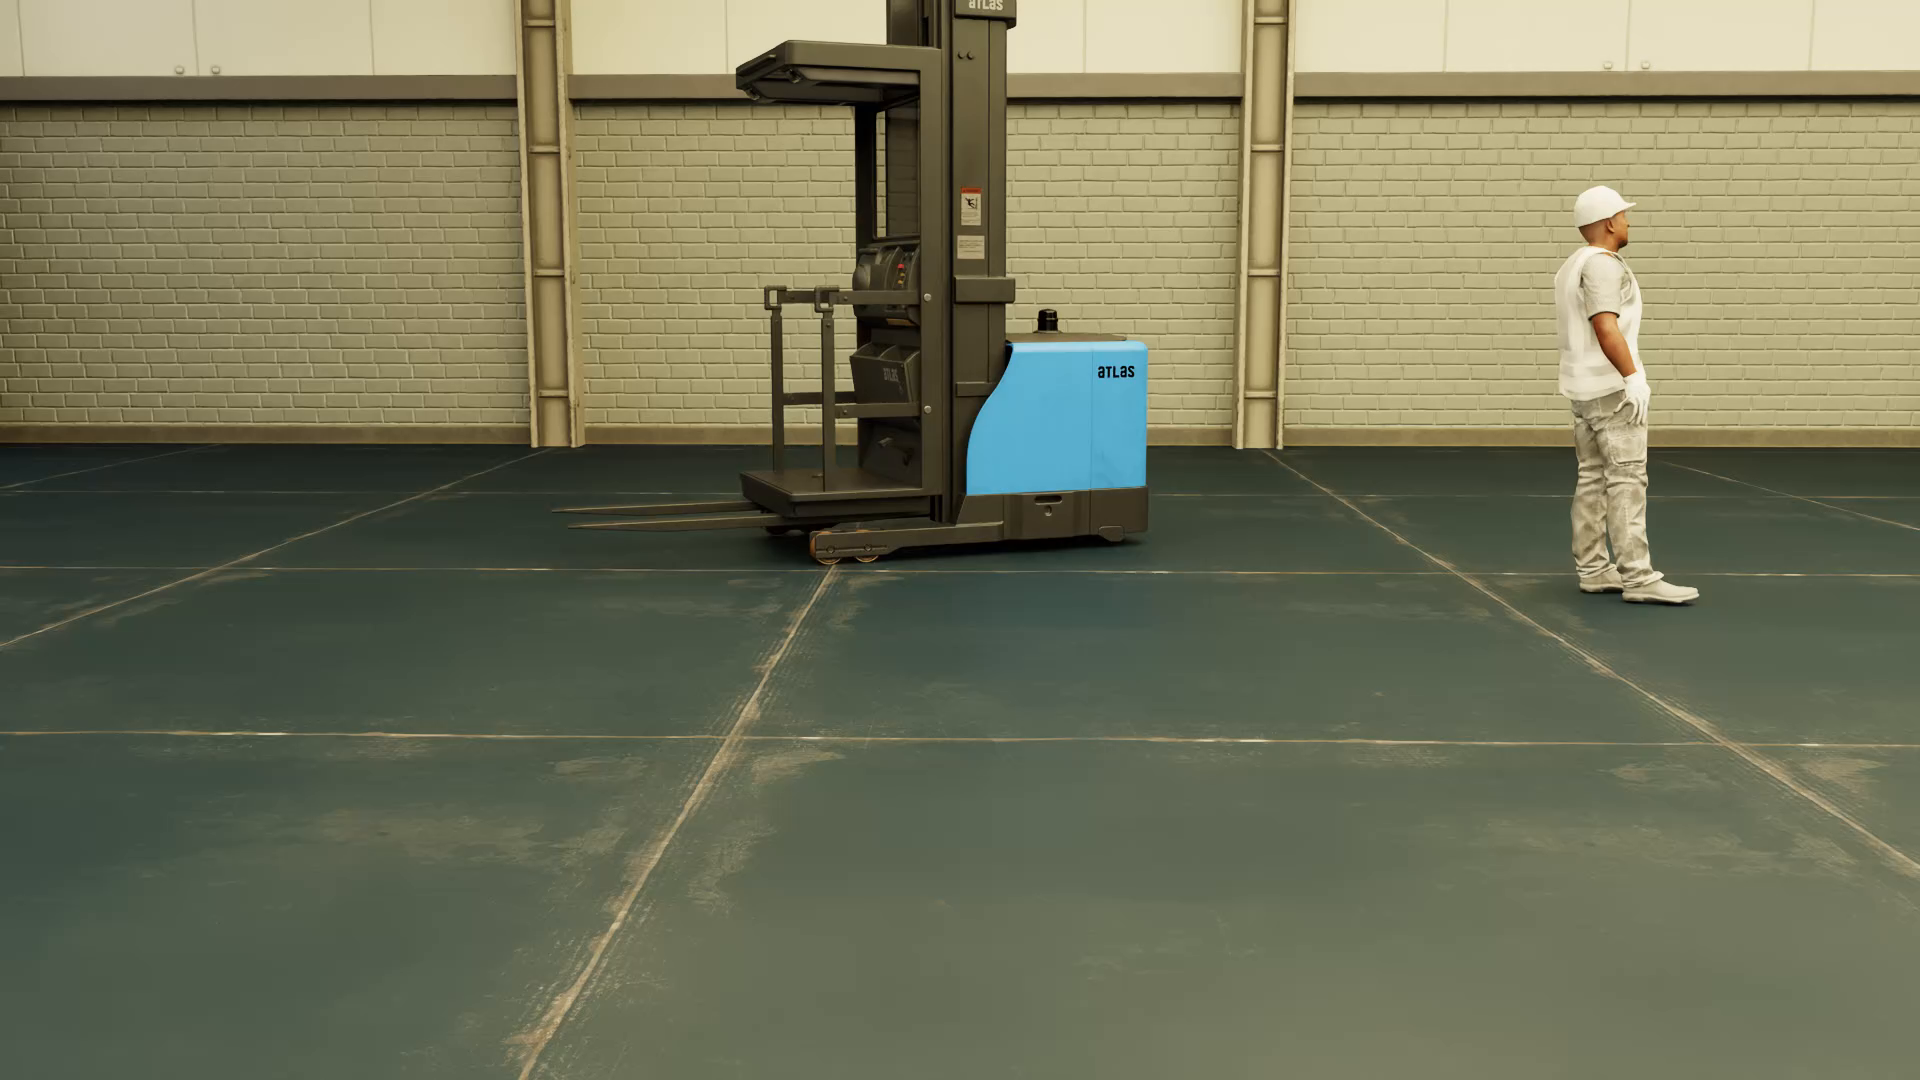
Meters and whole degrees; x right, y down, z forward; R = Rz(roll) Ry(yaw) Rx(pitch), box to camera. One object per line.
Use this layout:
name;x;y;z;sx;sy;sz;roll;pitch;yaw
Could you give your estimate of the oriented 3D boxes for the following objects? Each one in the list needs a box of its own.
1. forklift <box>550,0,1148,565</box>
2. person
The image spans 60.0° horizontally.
forklift;-0.569;-1.416;8.568;3.031;2.935;1.130;-3;9;-20
person;2.913;-0.652;7.315;0.577;1.781;0.656;1;9;4
